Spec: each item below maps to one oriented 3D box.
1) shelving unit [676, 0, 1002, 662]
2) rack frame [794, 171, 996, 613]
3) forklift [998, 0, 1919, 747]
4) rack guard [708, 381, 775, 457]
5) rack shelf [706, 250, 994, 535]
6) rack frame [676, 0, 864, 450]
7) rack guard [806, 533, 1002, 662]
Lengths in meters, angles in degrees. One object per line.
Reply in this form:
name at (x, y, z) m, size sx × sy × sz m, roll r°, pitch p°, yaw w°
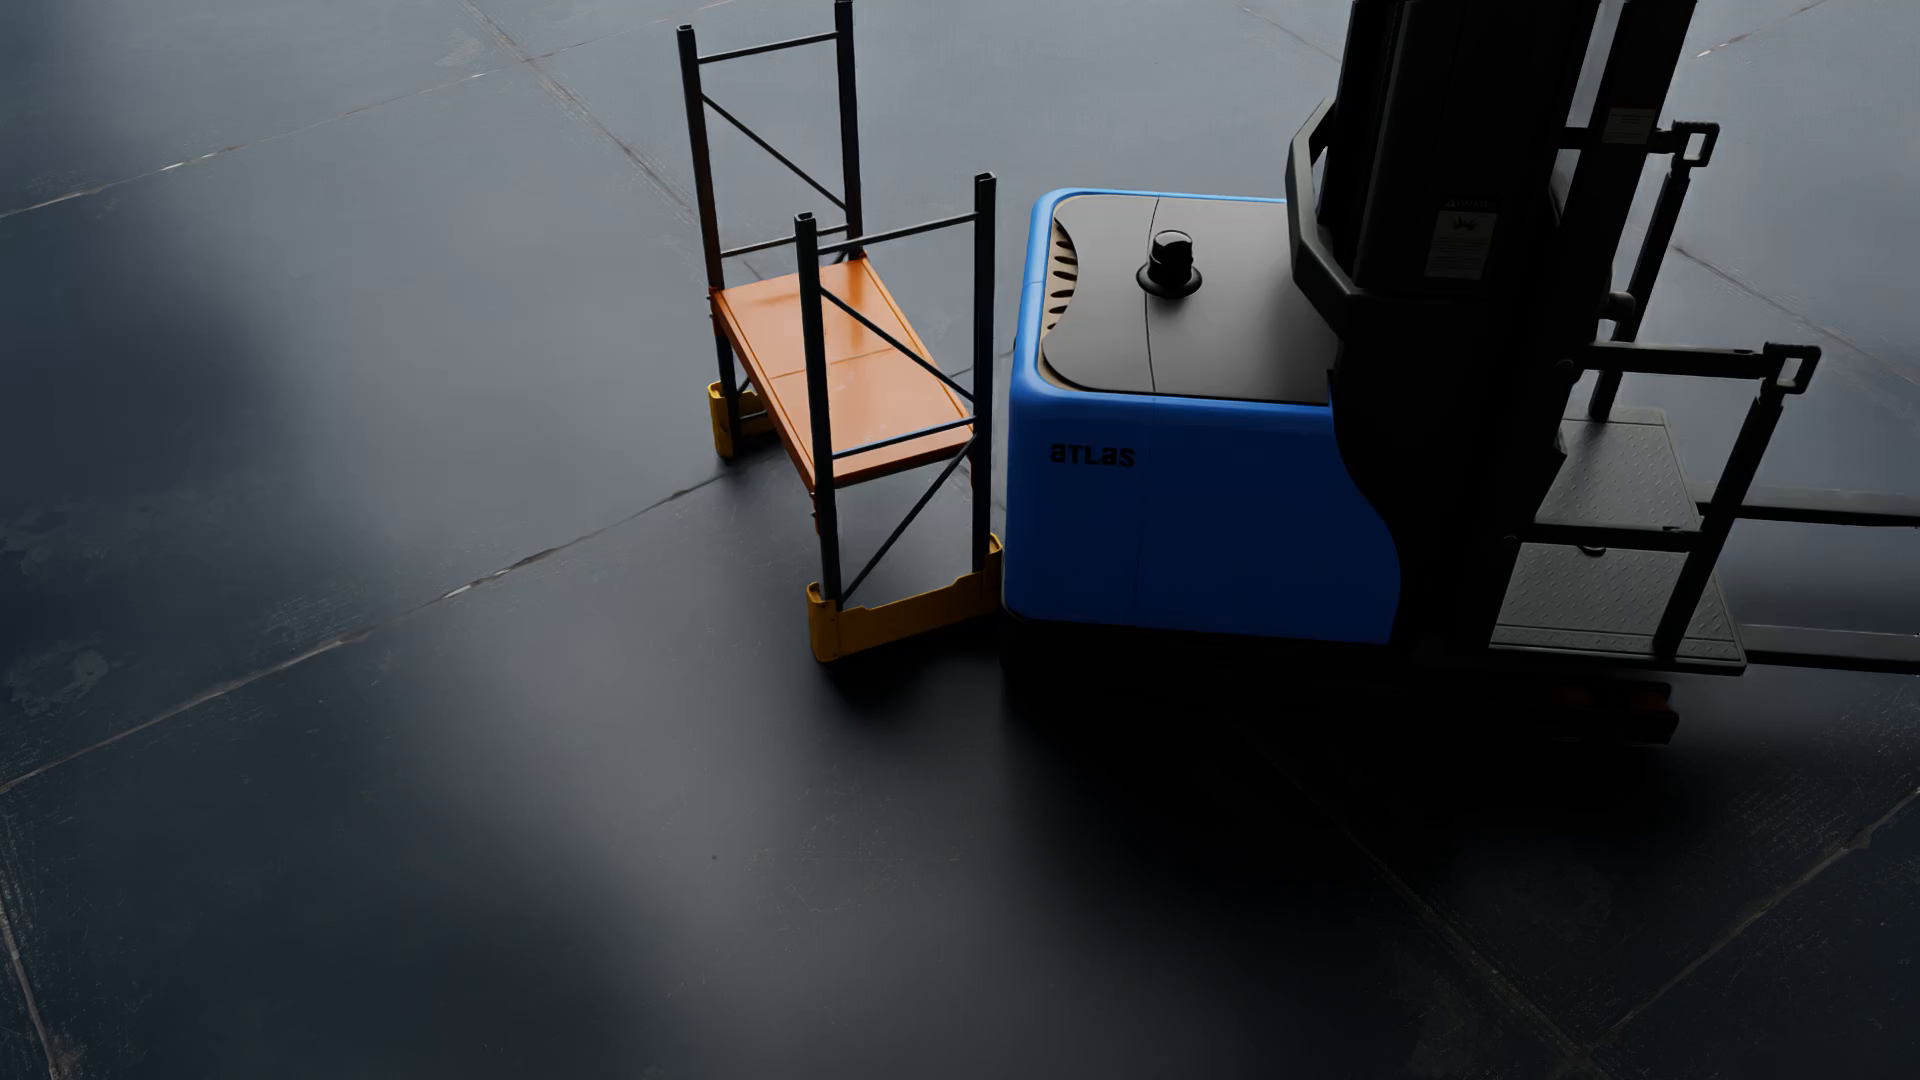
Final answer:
shelving unit at (-0.349, -0.601, 4.793) m, size 0.587 × 1.500 × 1.083 m, roll -16°, pitch 46°, yaw -16°
rack frame at (-0.150, -0.271, 4.448) m, size 0.500 × 1.500 × 0.032 m, roll -16°, pitch 46°, yaw -16°
forklift at (1.659, -0.870, 4.039) m, size 3.031 × 2.935 × 1.130 m, roll 4°, pitch 44°, yaw 4°
rack guard at (-0.540, -0.466, 5.557) m, size 0.587 × 0.250 × 0.087 m, roll -16°, pitch 46°, yaw -16°
rack shelf at (-0.345, -0.465, 4.911) m, size 0.538 × 0.185 × 1.000 m, roll -16°, pitch 46°, yaw -16°
rack frame at (-0.541, -0.919, 5.126) m, size 0.500 × 1.500 × 0.032 m, roll -16°, pitch 46°, yaw -16°
rack guard at (-0.157, 0.169, 4.892) m, size 0.587 × 0.250 × 0.087 m, roll -16°, pitch 46°, yaw -16°
